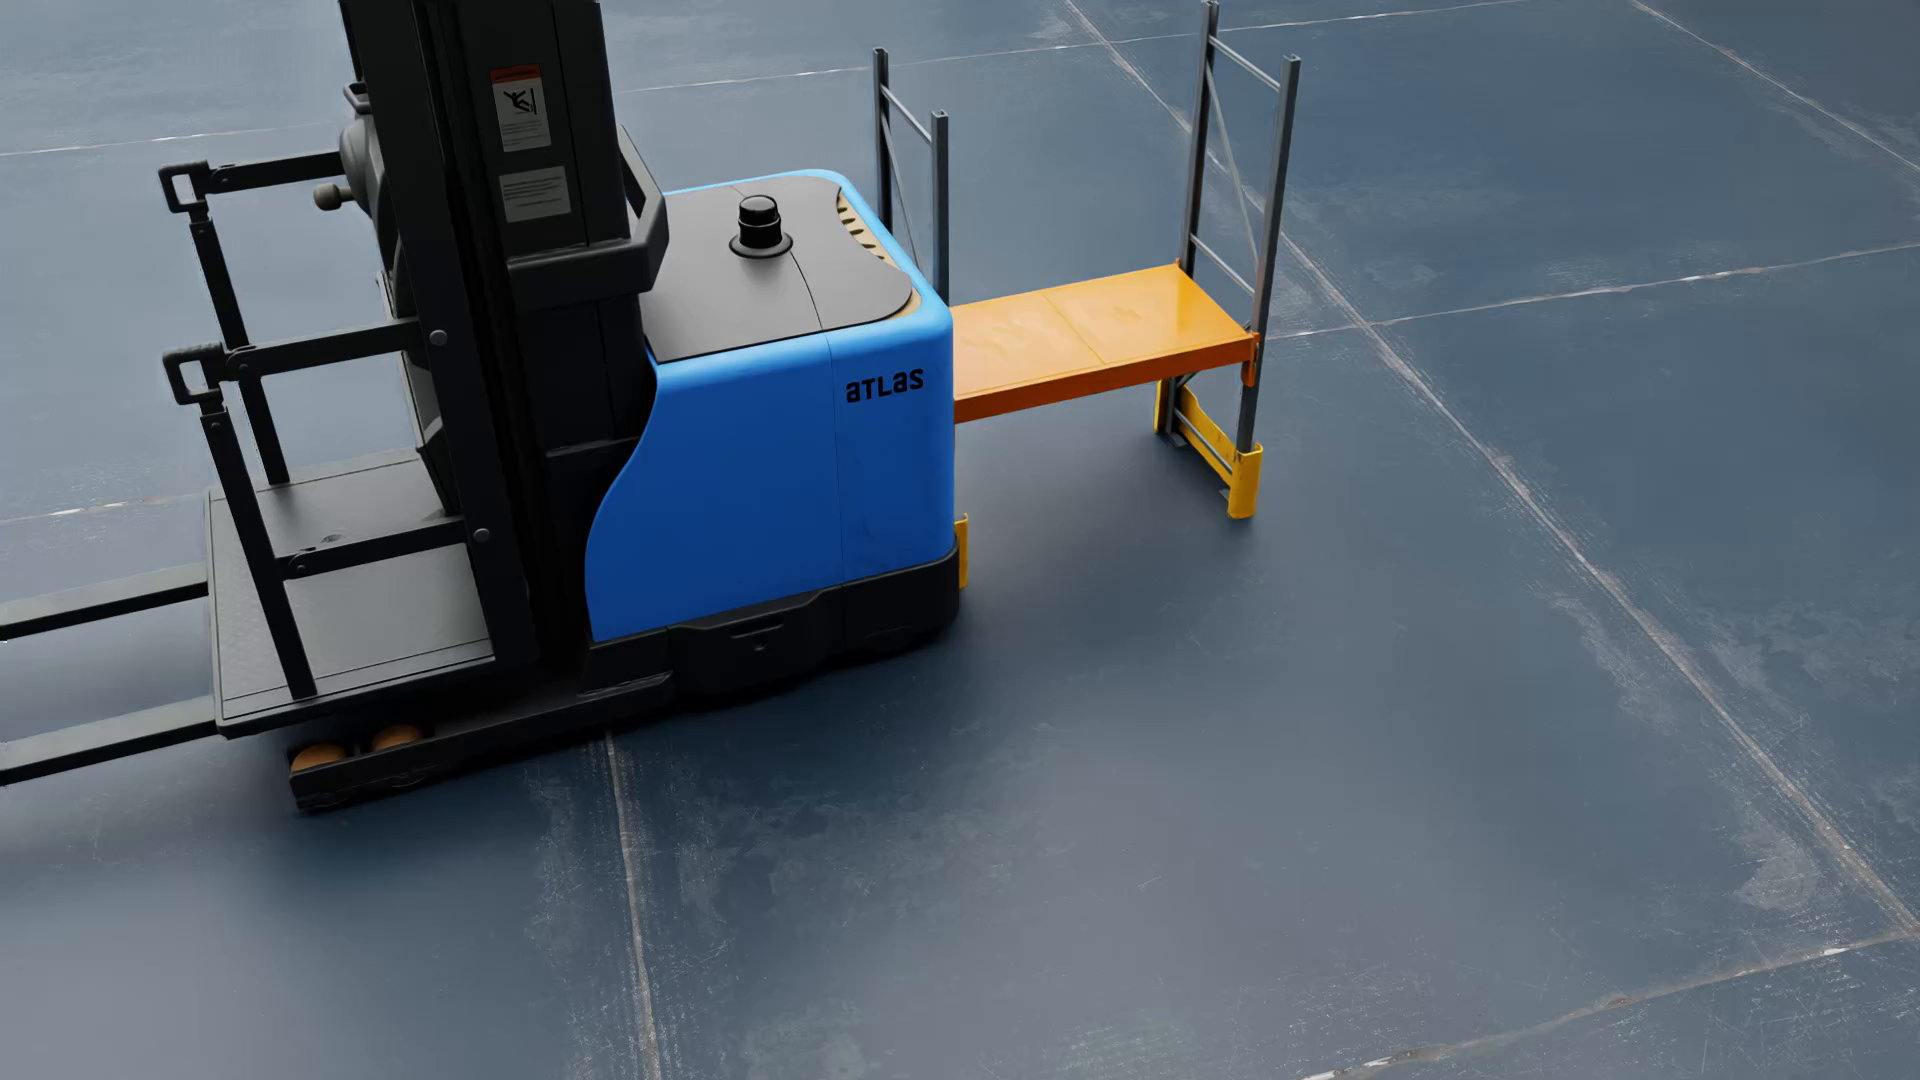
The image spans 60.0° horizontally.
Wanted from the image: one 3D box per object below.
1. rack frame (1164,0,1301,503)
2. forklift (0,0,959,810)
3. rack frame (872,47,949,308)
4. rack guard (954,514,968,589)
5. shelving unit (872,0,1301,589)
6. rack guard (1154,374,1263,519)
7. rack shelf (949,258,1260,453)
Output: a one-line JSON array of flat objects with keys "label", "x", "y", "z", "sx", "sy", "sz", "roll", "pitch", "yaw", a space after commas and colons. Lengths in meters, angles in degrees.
[{"label": "rack frame", "x": 0.812, "y": -0.834, "z": 5.105, "sx": 0.032, "sy": 1.500, "sz": 0.500, "roll": -13, "pitch": 39, "yaw": -17}, {"label": "forklift", "x": -1.573, "y": -0.833, "z": 3.926, "sx": 3.031, "sy": 2.935, "sz": 1.130, "roll": -13, "pitch": 39, "yaw": -17}, {"label": "rack frame", "x": -0.134, "y": -0.607, "z": 4.810, "sx": 0.032, "sy": 1.500, "sz": 0.500, "roll": -13, "pitch": 39, "yaw": -17}, {"label": "rack guard", "x": -0.116, "y": -0.115, "z": 5.195, "sx": 0.087, "sy": 0.250, "sz": 0.587, "roll": -13, "pitch": 39, "yaw": -17}, {"label": "shelving unit", "x": 0.347, "y": -0.722, "z": 4.960, "sx": 1.083, "sy": 1.500, "sz": 0.587, "roll": -13, "pitch": 39, "yaw": -17}, {"label": "rack guard", "x": 0.811, "y": -0.337, "z": 5.485, "sx": 0.087, "sy": 0.250, "sz": 0.587, "roll": -13, "pitch": 39, "yaw": -17}, {"label": "rack shelf", "x": 0.339, "y": -0.578, "z": 5.067, "sx": 1.000, "sy": 0.185, "sz": 0.538, "roll": -13, "pitch": 39, "yaw": -17}]
